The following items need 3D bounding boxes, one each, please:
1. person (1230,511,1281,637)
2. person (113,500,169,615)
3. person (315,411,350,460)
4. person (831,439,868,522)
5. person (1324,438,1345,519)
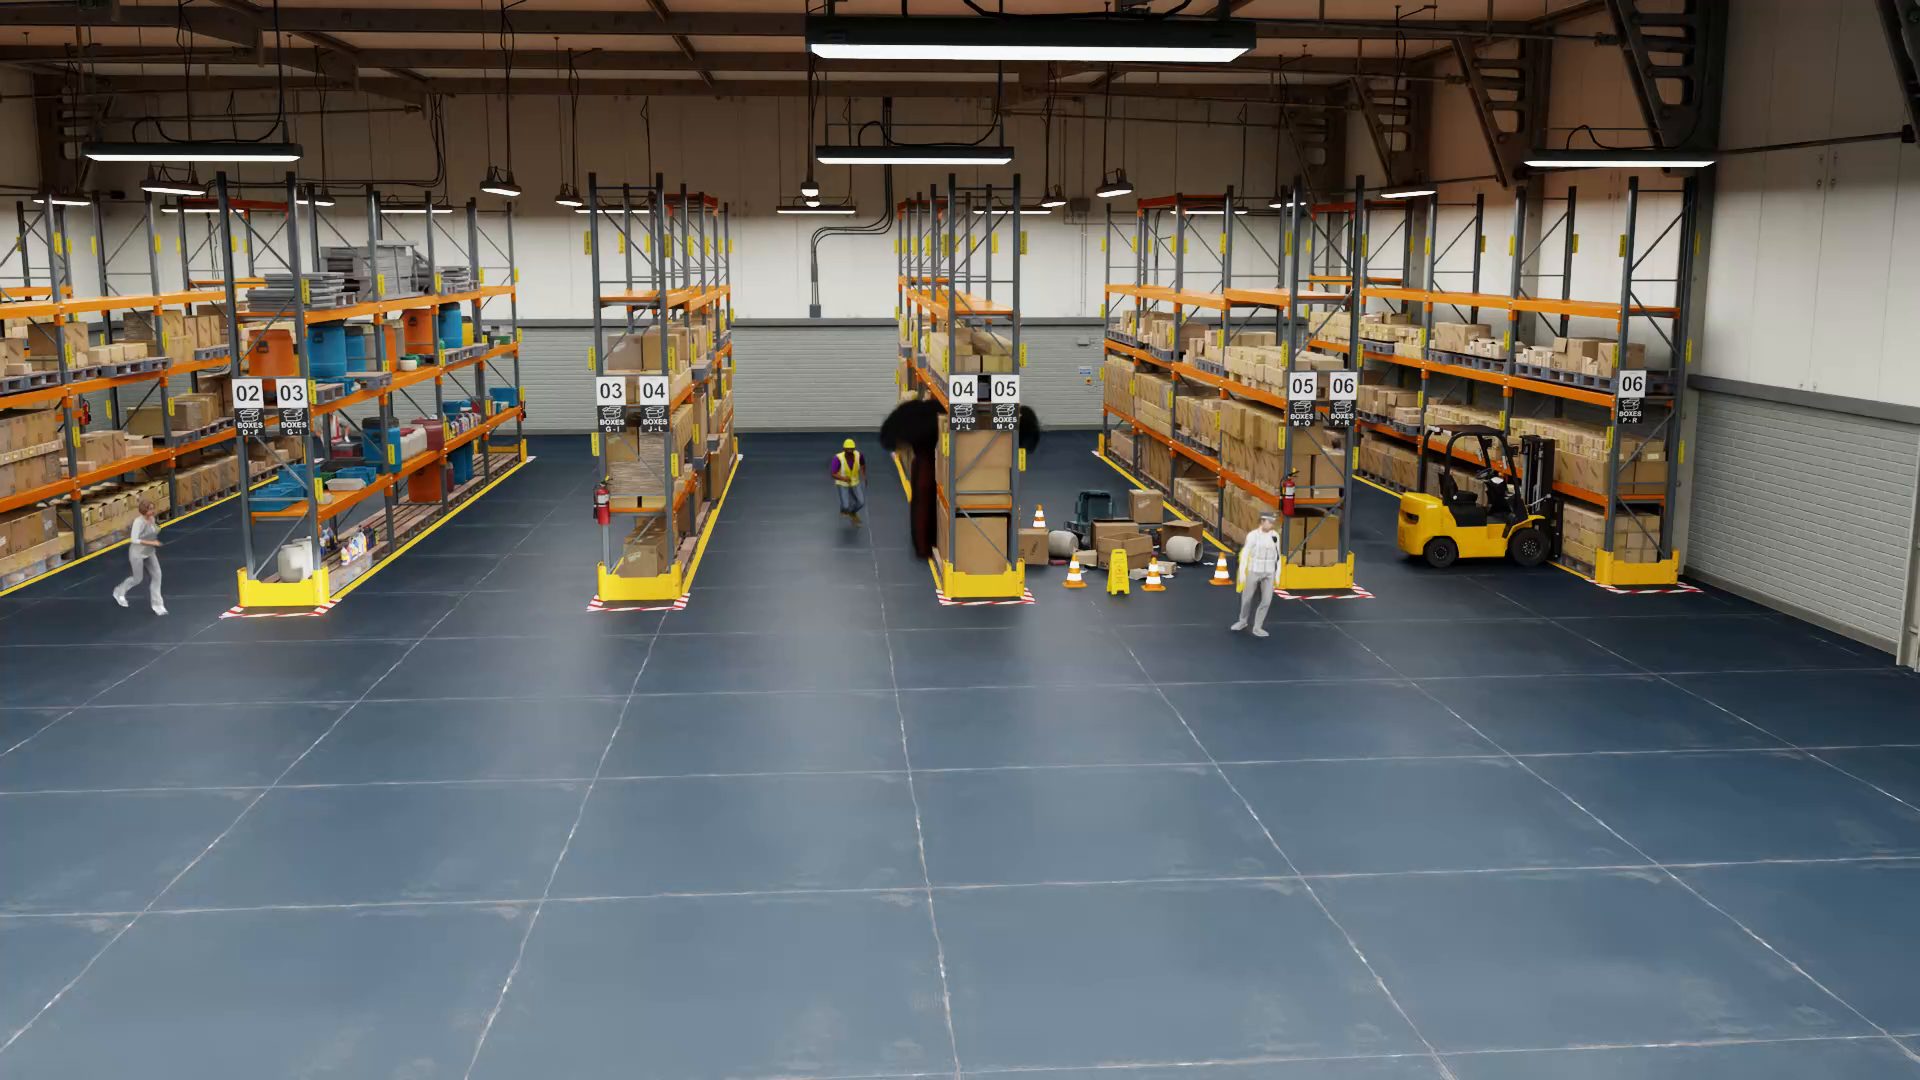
[{"bbox_3d":[3.845,0.426,21.550,0.595,1.651,0.484,-2,10,-11],"label":"person"},{"bbox_3d":[-11.288,0.237,22.892,0.904,1.611,0.510,3,10,14],"label":"person"},{"bbox_3d":[-13.087,-1.961,34.668,0.640,1.766,0.777,-1,10,-5],"label":"person"},{"bbox_3d":[-1.937,-1.031,29.230,0.722,1.518,0.828,-3,11,-18],"label":"person"},{"bbox_3d":[6.819,-1.045,30.114,0.614,1.586,0.649,-3,10,-17],"label":"person"}]
